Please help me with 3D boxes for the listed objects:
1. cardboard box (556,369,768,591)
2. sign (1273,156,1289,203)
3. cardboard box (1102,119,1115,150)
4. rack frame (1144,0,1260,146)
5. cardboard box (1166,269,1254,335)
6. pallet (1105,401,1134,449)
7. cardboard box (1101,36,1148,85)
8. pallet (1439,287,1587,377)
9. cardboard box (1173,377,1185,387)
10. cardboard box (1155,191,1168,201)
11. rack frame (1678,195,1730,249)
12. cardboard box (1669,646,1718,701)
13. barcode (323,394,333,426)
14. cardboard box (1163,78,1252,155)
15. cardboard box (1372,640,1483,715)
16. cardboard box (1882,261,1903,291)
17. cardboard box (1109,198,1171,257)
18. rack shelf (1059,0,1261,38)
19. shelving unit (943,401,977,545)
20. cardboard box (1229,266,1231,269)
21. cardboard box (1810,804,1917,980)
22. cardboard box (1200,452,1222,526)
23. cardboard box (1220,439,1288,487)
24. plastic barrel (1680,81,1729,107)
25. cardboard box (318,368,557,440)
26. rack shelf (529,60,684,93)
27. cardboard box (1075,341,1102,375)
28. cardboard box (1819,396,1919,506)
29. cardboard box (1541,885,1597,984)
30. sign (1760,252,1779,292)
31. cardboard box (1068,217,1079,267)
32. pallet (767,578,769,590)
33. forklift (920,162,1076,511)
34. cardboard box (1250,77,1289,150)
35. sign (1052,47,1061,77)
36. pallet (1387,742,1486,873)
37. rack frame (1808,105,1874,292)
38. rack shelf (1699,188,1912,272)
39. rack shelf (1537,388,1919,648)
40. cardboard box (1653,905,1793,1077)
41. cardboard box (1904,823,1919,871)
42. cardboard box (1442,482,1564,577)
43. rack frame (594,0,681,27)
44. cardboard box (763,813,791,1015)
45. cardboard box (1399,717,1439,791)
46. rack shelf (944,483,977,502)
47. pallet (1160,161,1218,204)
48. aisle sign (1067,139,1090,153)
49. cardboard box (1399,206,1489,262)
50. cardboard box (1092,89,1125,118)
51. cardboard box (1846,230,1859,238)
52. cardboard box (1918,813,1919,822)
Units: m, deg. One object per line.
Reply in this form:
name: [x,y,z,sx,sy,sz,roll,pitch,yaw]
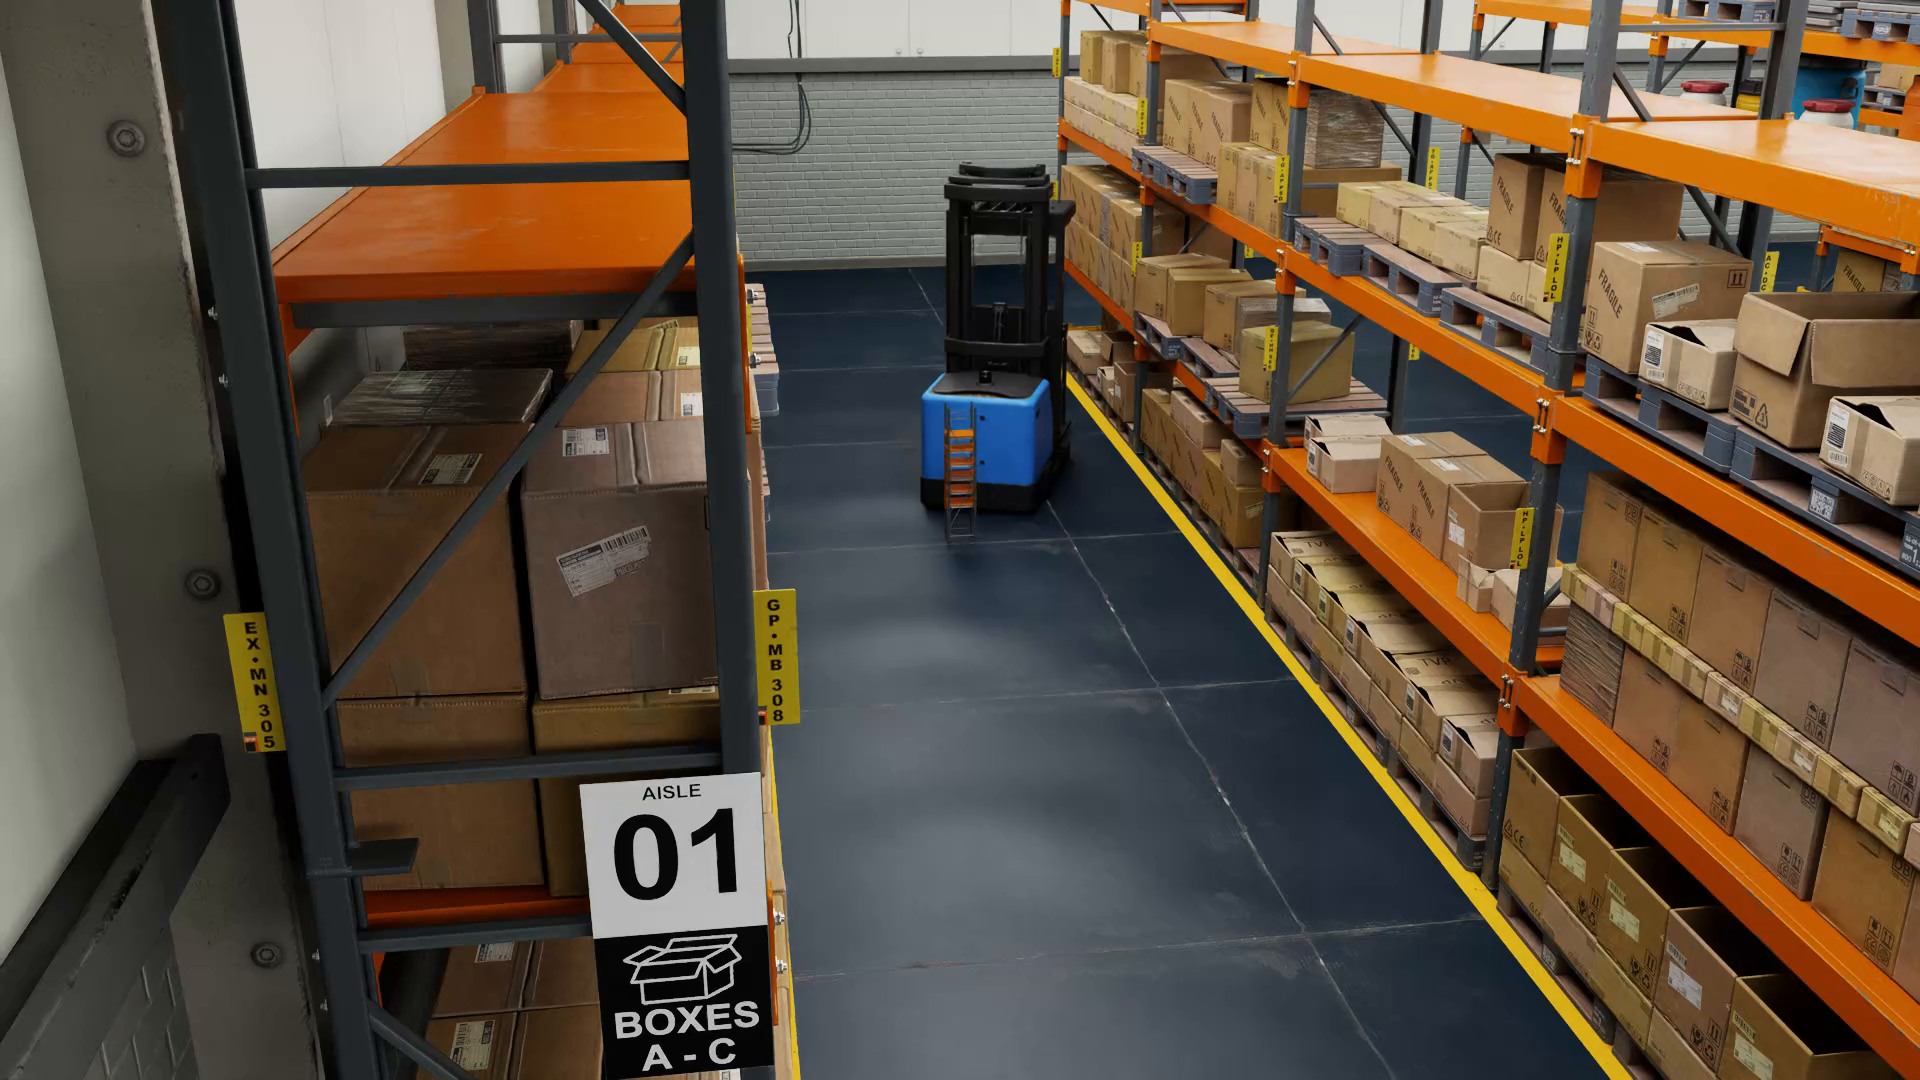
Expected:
cardboard box: [-0.784,-0.147,4.435,0.500,0.500,0.500,-3,21,-8]
sign: [2.264,-2.537,11.696,0.100,0.325,0.005,-3,21,-8]
cardboard box: [1.749,-4.137,16.934,0.500,0.250,0.500,-3,21,-8]
rack frame: [2.225,-5.112,15.041,1.000,3.000,0.127,-3,21,-8]
cardboard box: [2.234,-2.135,14.901,0.700,0.500,0.500,0,20,1]
pallet: [2.127,-1.233,17.215,1.003,0.211,1.213,-3,21,-8]
cardboard box: [1.905,-5.084,17.683,0.700,0.500,0.500,-3,21,-8]
pallet: [3.238,-1.152,8.999,0.805,0.209,1.217,-4,21,-10]
cardboard box: [2.244,-1.635,17.728,0.380,0.166,0.250,-3,21,-8]
cardboard box: [2.287,-3.350,17.328,0.500,0.500,0.500,-4,21,-9]
rack frame: [7.127,-2.550,16.756,1.000,3.000,0.127,-3,21,-8]
cardboard box: [3.373,0.574,7.321,0.380,0.149,0.250,-4,21,-10]
barcode: [-1.544,-0.317,4.062,0.001,0.075,0.075,-3,21,-8]
cardboard box: [2.224,-3.819,14.980,0.600,0.600,0.600,-5,21,-13]
cardboard box: [2.885,0.819,10.265,0.500,0.311,0.500,-3,21,-8]
cardboard box: [11.754,-2.853,20.005,0.875,0.875,0.875,-3,21,-8]
cardboard box: [1.819,-3.156,16.806,0.500,0.500,0.500,-3,21,-9]
rack shelf: [1.936,-5.466,17.021,1.077,0.370,4.000,-3,21,-8]
shelving unit: [0.002,-0.557,13.993,0.258,1.200,0.189,-3,21,-8]
cardboard box: [2.421,-2.538,16.582,0.500,0.500,0.500,-2,21,-6]
cardboard box: [3.754,1.291,6.331,0.700,0.500,0.500,-3,21,-7]
cardboard box: [2.360,-0.443,14.058,0.500,0.500,0.500,-4,21,-10]
cardboard box: [2.422,-0.634,13.498,0.500,0.250,0.500,-2,21,-6]
plastic barrel: [6.955,-4.020,15.612,0.433,0.535,0.433,0,20,0]
cardboard box: [-1.357,-0.150,4.442,0.500,0.500,0.500,-2,21,-4]
rack shelf: [-1.812,-2.259,9.002,1.077,0.370,4.000,-3,21,-8]
cardboard box: [1.590,-2.055,18.733,0.500,0.250,0.500,-3,21,-8]
cardboard box: [3.447,-0.350,5.906,0.500,0.311,0.500,-1,20,-1]
cardboard box: [3.212,1.909,8.147,0.500,0.250,0.500,-3,21,-8]
sign: [3.927,-1.244,8.122,0.100,0.325,0.005,-3,21,-8]
cardboard box: [1.531,-3.388,18.856,0.500,0.500,0.500,-3,21,-8]
pallet: [-1.490,0.538,8.764,1.003,0.211,1.213,-3,21,-8]
forklift: [0.465,-2.106,15.667,1.130,2.935,3.031,4,21,12]
cardboard box: [2.598,-3.341,13.016,0.500,0.500,0.500,-3,21,-8]
sign: [1.111,-5.473,19.047,0.100,0.325,0.005,-3,21,-8]
pallet: [3.233,1.522,9.840,1.003,0.211,1.213,-3,21,-8]
rack frame: [11.452,-4.185,21.133,1.000,3.000,0.127,-3,21,-8]
rack shelf: [7.415,-2.925,14.503,1.077,0.370,4.000,-3,21,-8]
rack shelf: [3.666,0.093,6.421,1.077,0.370,4.000,-3,21,-8]
cardboard box: [3.353,1.904,7.088,0.500,0.500,0.500,-3,21,-8]
cardboard box: [3.601,1.114,5.877,0.380,0.149,0.250,-3,21,-7]
cardboard box: [3.207,-0.027,9.859,0.500,0.500,0.500,-1,21,-4]
rack frame: [-2.677,-4.860,14.368,1.000,3.000,0.127,-3,21,-8]
cardboard box: [-0.848,1.283,5.608,0.500,0.500,0.500,-4,21,-10]
cardboard box: [2.960,1.256,9.896,0.500,0.250,0.500,-3,21,-9]
rack shelf: [0.002,-0.403,14.050,0.258,0.103,0.180,-3,21,-8]
pallet: [2.402,-3.030,14.023,1.213,0.211,1.003,-3,21,-8]
aisle sign: [1.348,-4.913,19.367,0.394,0.787,0.004,-3,21,-8]
cardboard box: [3.087,-1.914,10.382,0.500,0.250,0.500,-3,21,-9]
cardboard box: [1.676,-4.545,17.310,0.500,0.250,0.500,-3,21,-8]
cardboard box: [11.215,-3.839,20.565,0.380,0.149,0.250,-3,21,-9]
cardboard box: [3.811,0.837,5.692,0.700,0.500,0.500,-3,21,-9]
